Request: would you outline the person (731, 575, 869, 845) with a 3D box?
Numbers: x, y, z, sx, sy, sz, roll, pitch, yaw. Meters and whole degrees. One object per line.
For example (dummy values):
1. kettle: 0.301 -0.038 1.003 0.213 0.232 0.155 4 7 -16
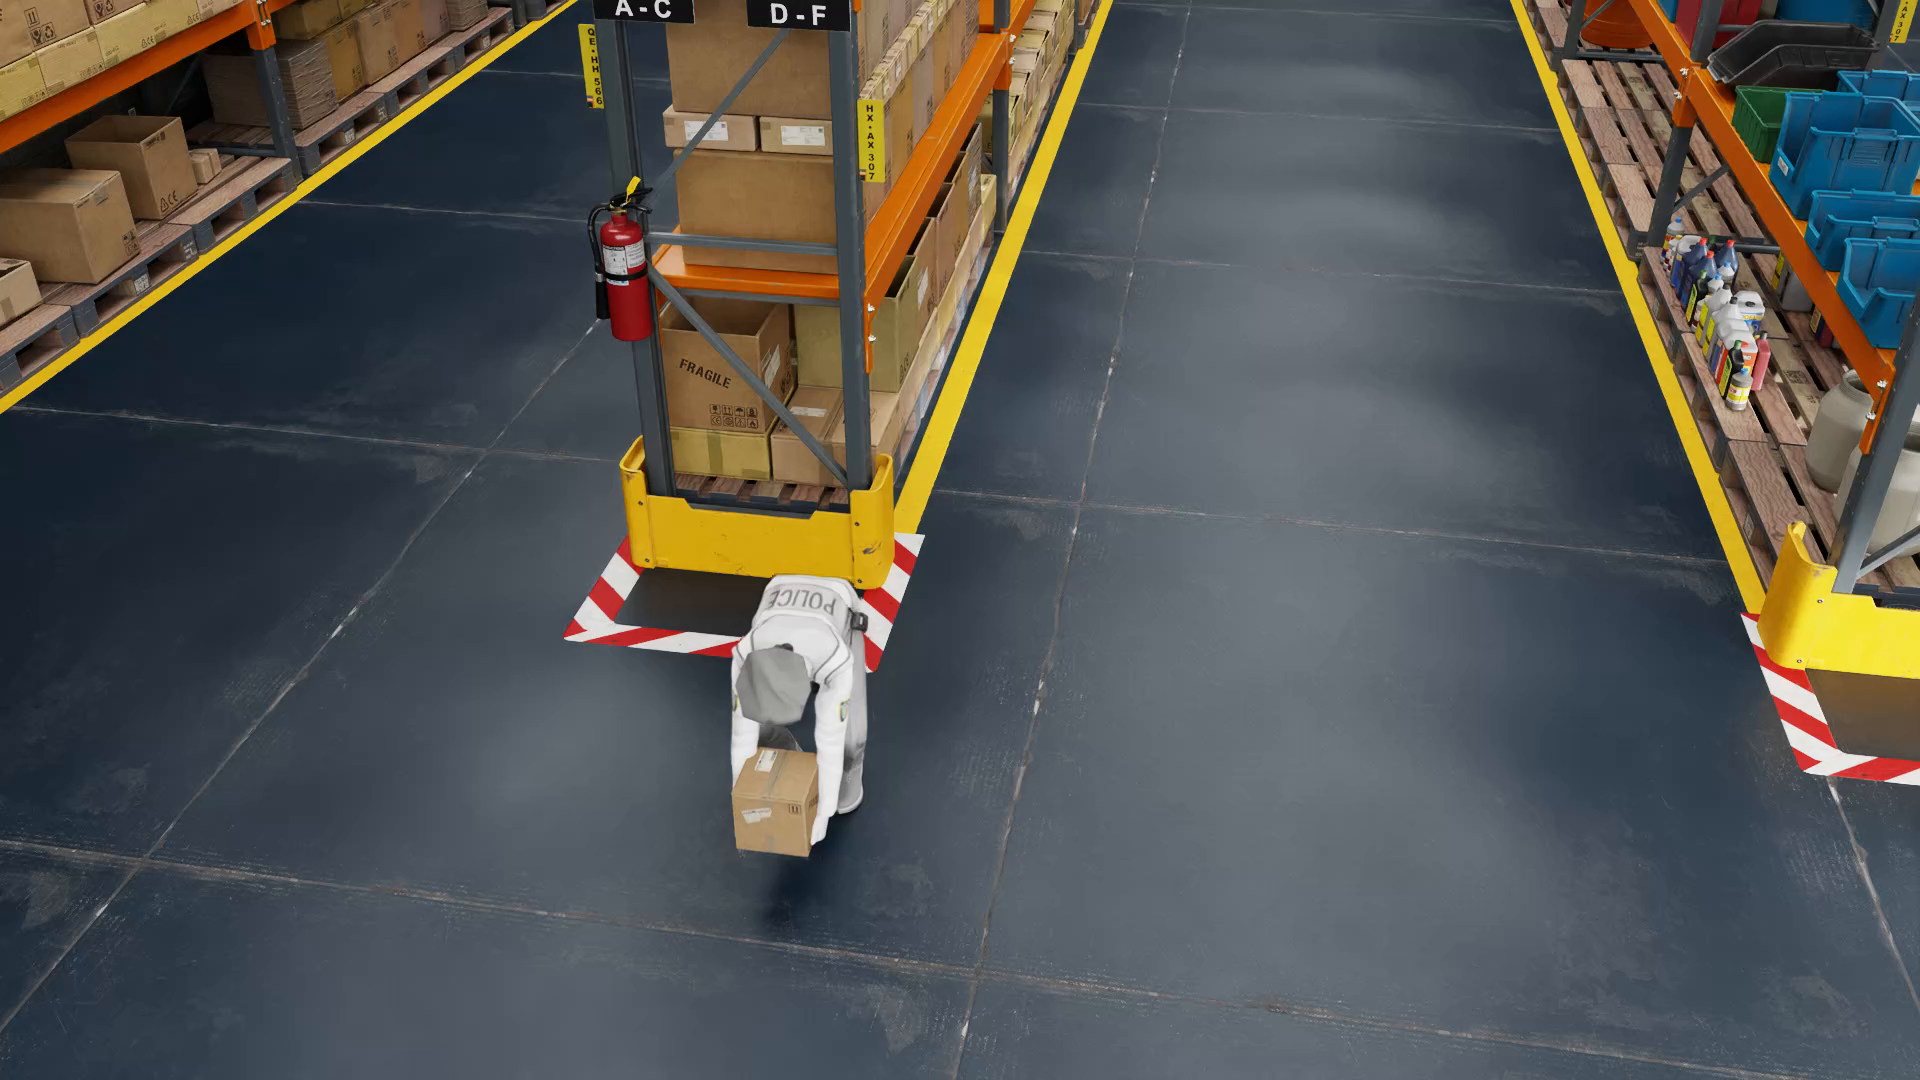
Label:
1. person: -0.562 0.602 5.825 0.466 0.990 0.917 4 33 6
